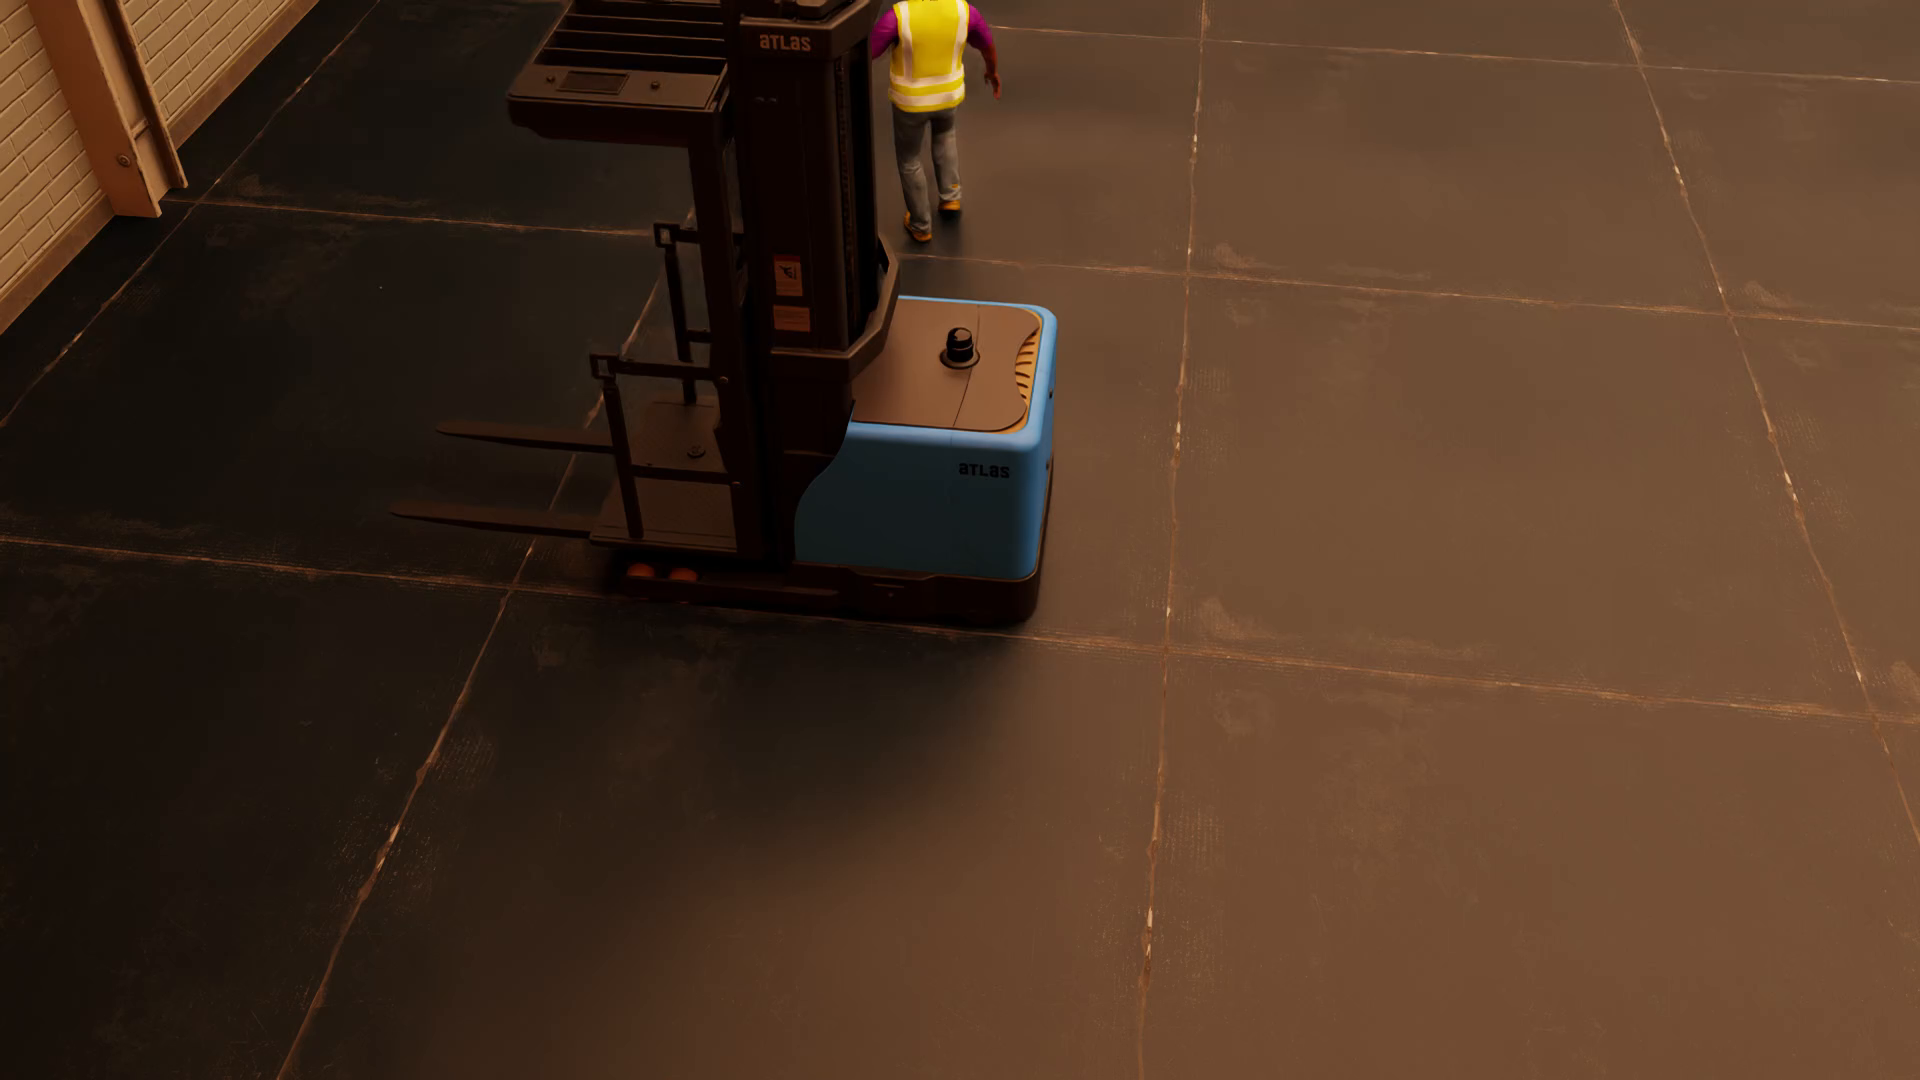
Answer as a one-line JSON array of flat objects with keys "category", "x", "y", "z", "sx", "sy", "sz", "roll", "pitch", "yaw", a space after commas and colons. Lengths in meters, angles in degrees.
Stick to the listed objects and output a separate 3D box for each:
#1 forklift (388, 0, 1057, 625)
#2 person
[{"category": "forklift", "x": -1.108, "y": -1.141, "z": 6.967, "sx": 3.031, "sy": 2.935, "sz": 1.130, "roll": 5, "pitch": 43, "yaw": 5}, {"category": "person", "x": -0.212, "y": -2.549, "z": 9.332, "sx": 0.966, "sy": 1.681, "sz": 0.497, "roll": -10, "pitch": 44, "yaw": -11}]
